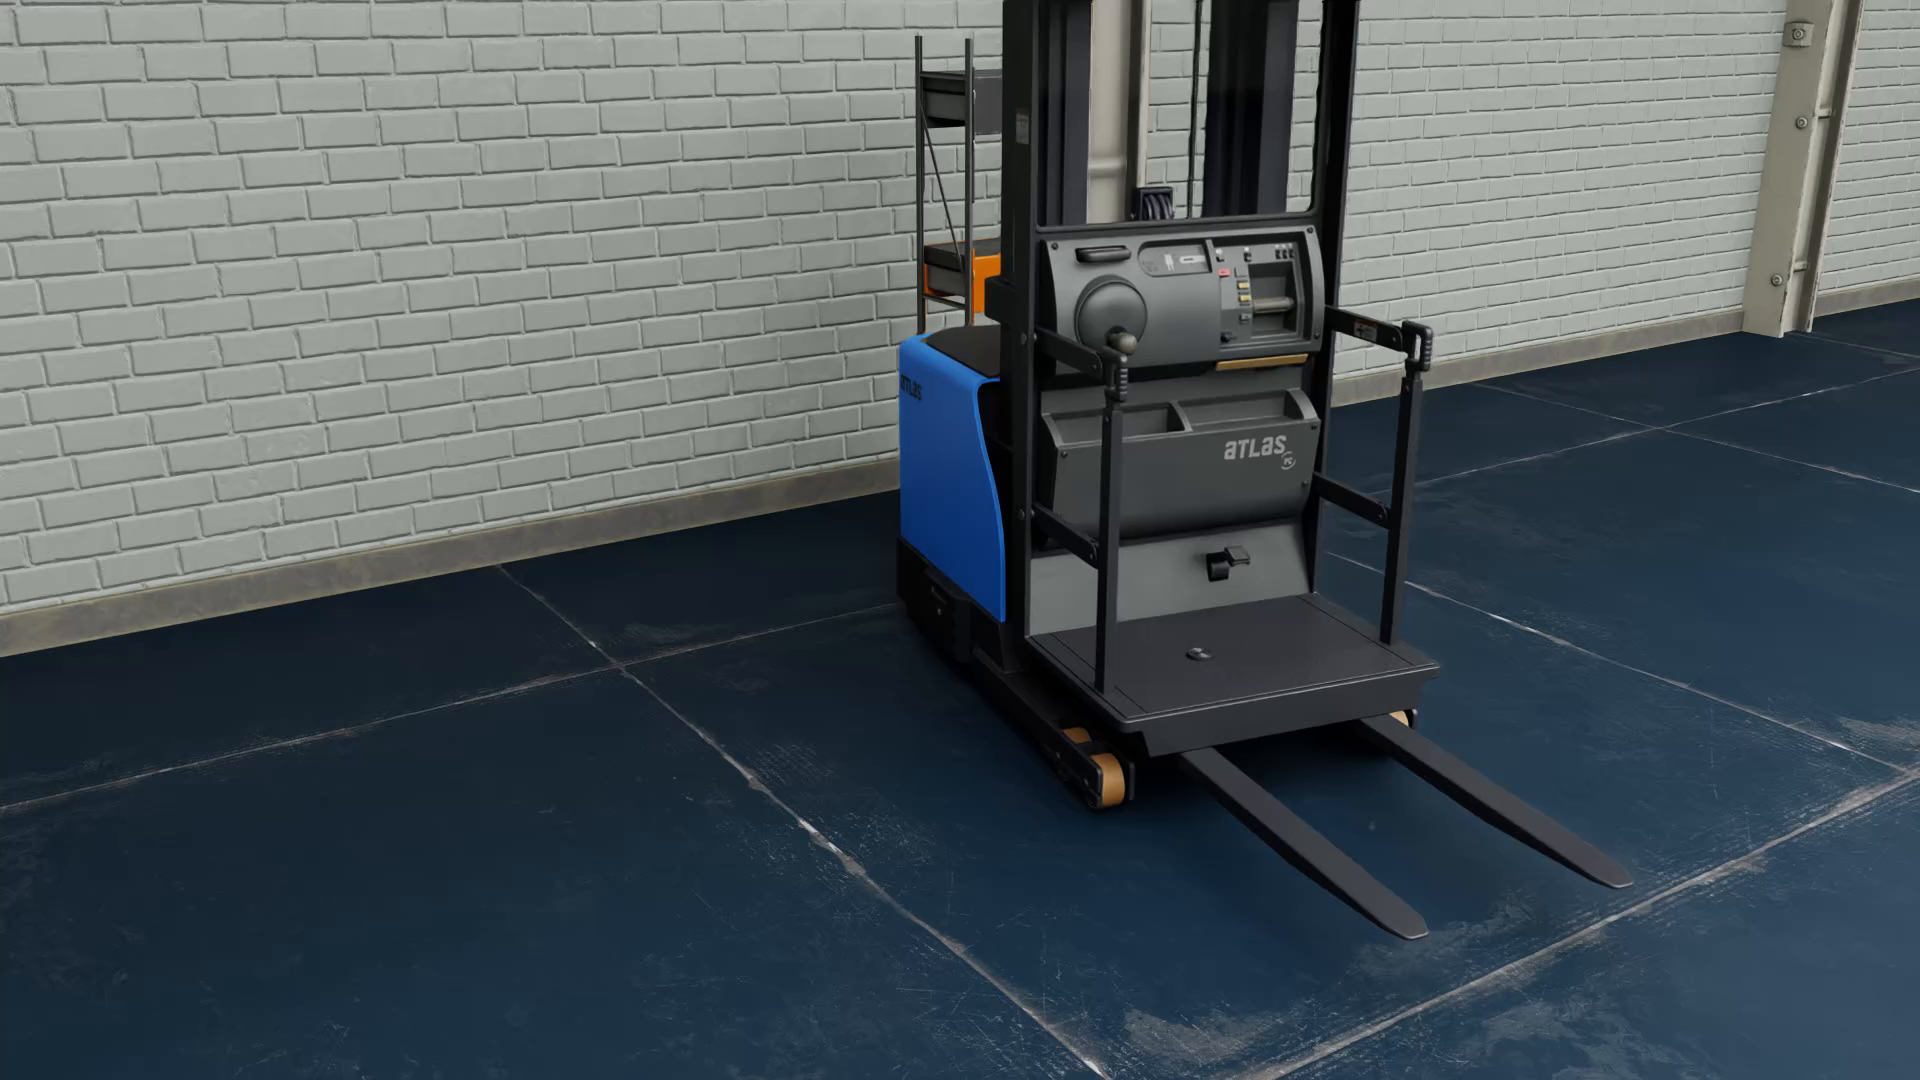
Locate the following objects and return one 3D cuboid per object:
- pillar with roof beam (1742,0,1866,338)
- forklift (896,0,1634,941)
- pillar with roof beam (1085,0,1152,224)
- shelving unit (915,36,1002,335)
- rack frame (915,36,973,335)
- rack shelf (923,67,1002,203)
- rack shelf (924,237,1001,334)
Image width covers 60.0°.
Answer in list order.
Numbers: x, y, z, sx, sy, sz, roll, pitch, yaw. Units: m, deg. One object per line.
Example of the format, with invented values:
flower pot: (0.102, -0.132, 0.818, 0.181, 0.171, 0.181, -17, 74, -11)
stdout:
pillar with roof beam: (8.021, -4.564, 6.695, 0.400, 9.000, 9.100, -12, 22, -31)
forklift: (0.778, -0.747, 4.879, 1.130, 2.935, 3.031, -7, 20, -21)
pillar with roof beam: (3.010, -3.507, 3.569, 0.400, 9.000, 9.100, -12, 22, -31)
shelving unit: (0.138, -1.024, 6.995, 0.503, 2.100, 0.431, -12, 22, -31)
rack frame: (-0.066, -0.981, 6.868, 0.015, 2.100, 0.400, -12, 22, -31)
rack shelf: (0.138, -1.674, 6.775, 0.480, 0.518, 0.431, -12, 22, -31)
rack shelf: (0.138, -1.011, 6.999, 0.480, 0.518, 0.431, -12, 22, -31)
